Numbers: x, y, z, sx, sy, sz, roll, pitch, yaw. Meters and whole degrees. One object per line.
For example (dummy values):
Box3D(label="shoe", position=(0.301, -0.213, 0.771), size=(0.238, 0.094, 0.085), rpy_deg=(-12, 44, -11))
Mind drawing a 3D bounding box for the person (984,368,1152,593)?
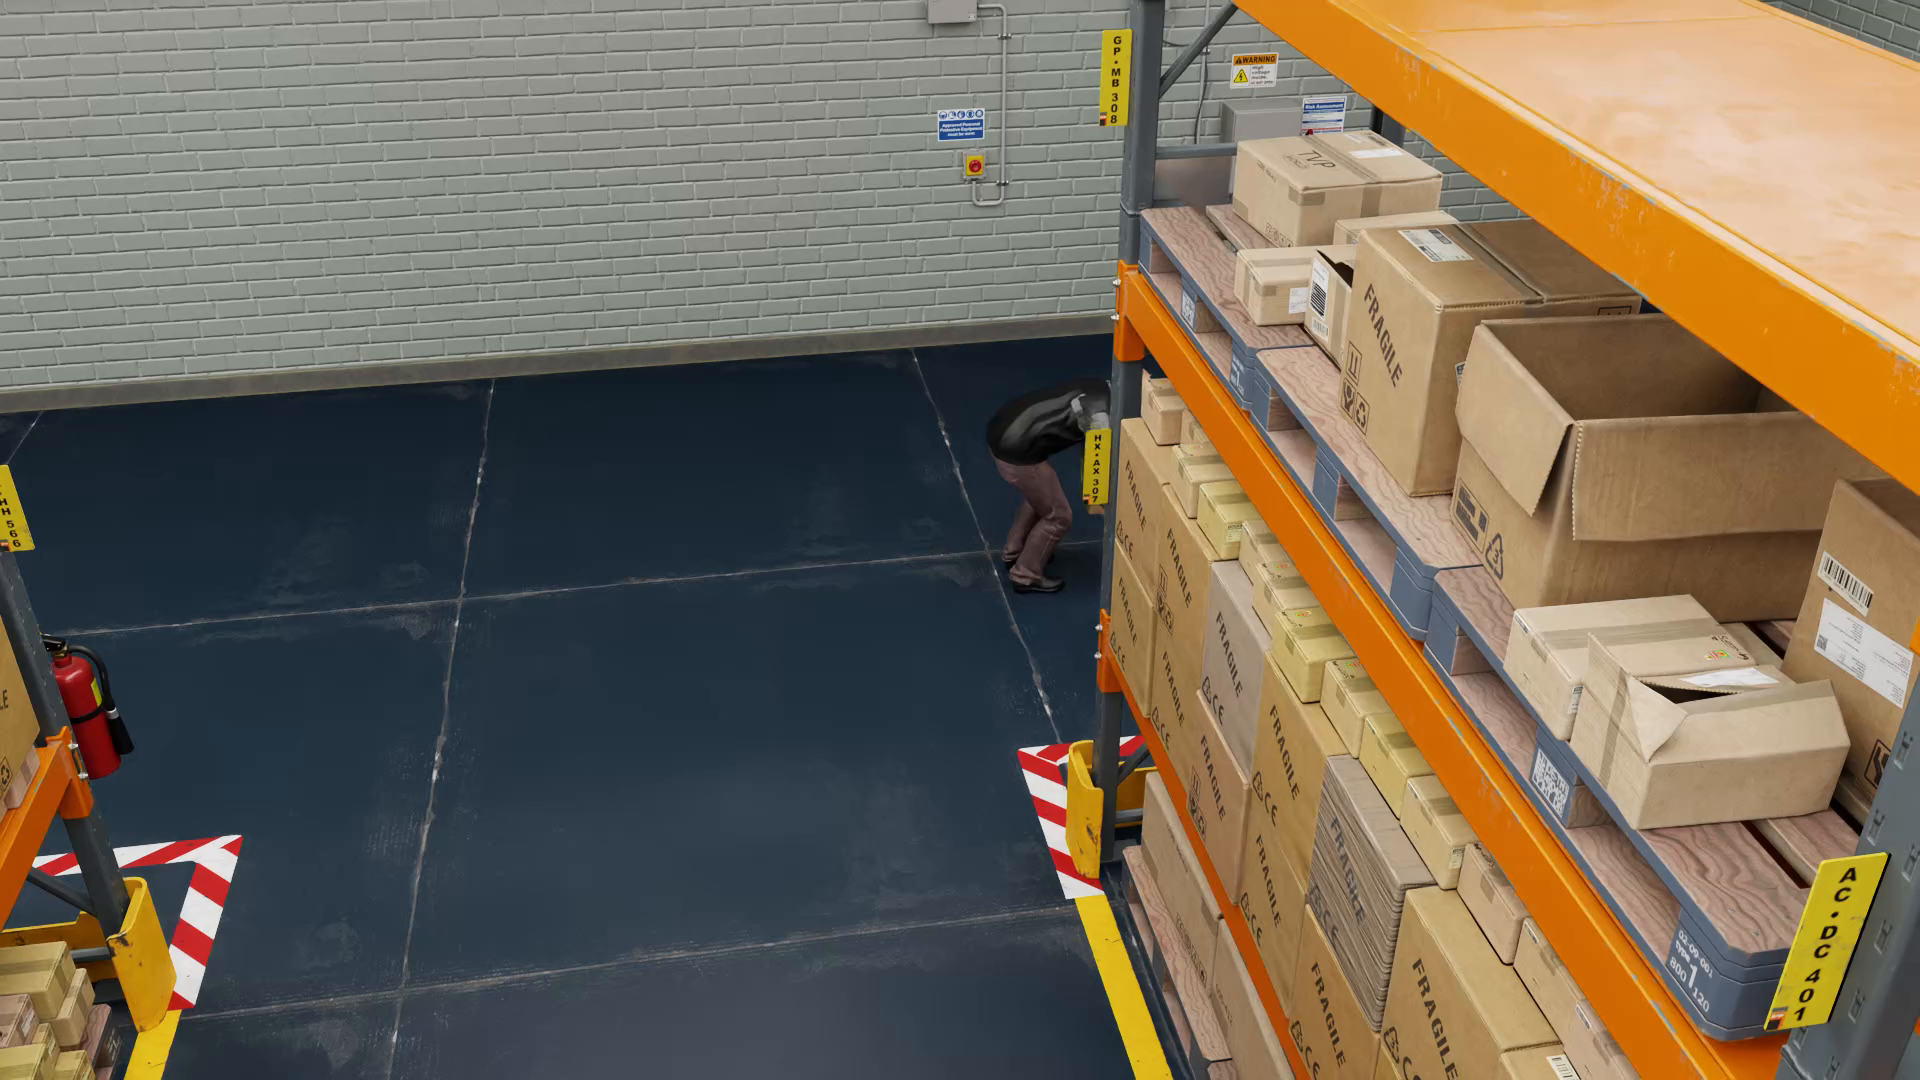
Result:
Box3D(label="person", position=(0.602, -0.348, 9.235), size=(0.918, 1.235, 0.476), rpy_deg=(-6, 31, -11))
